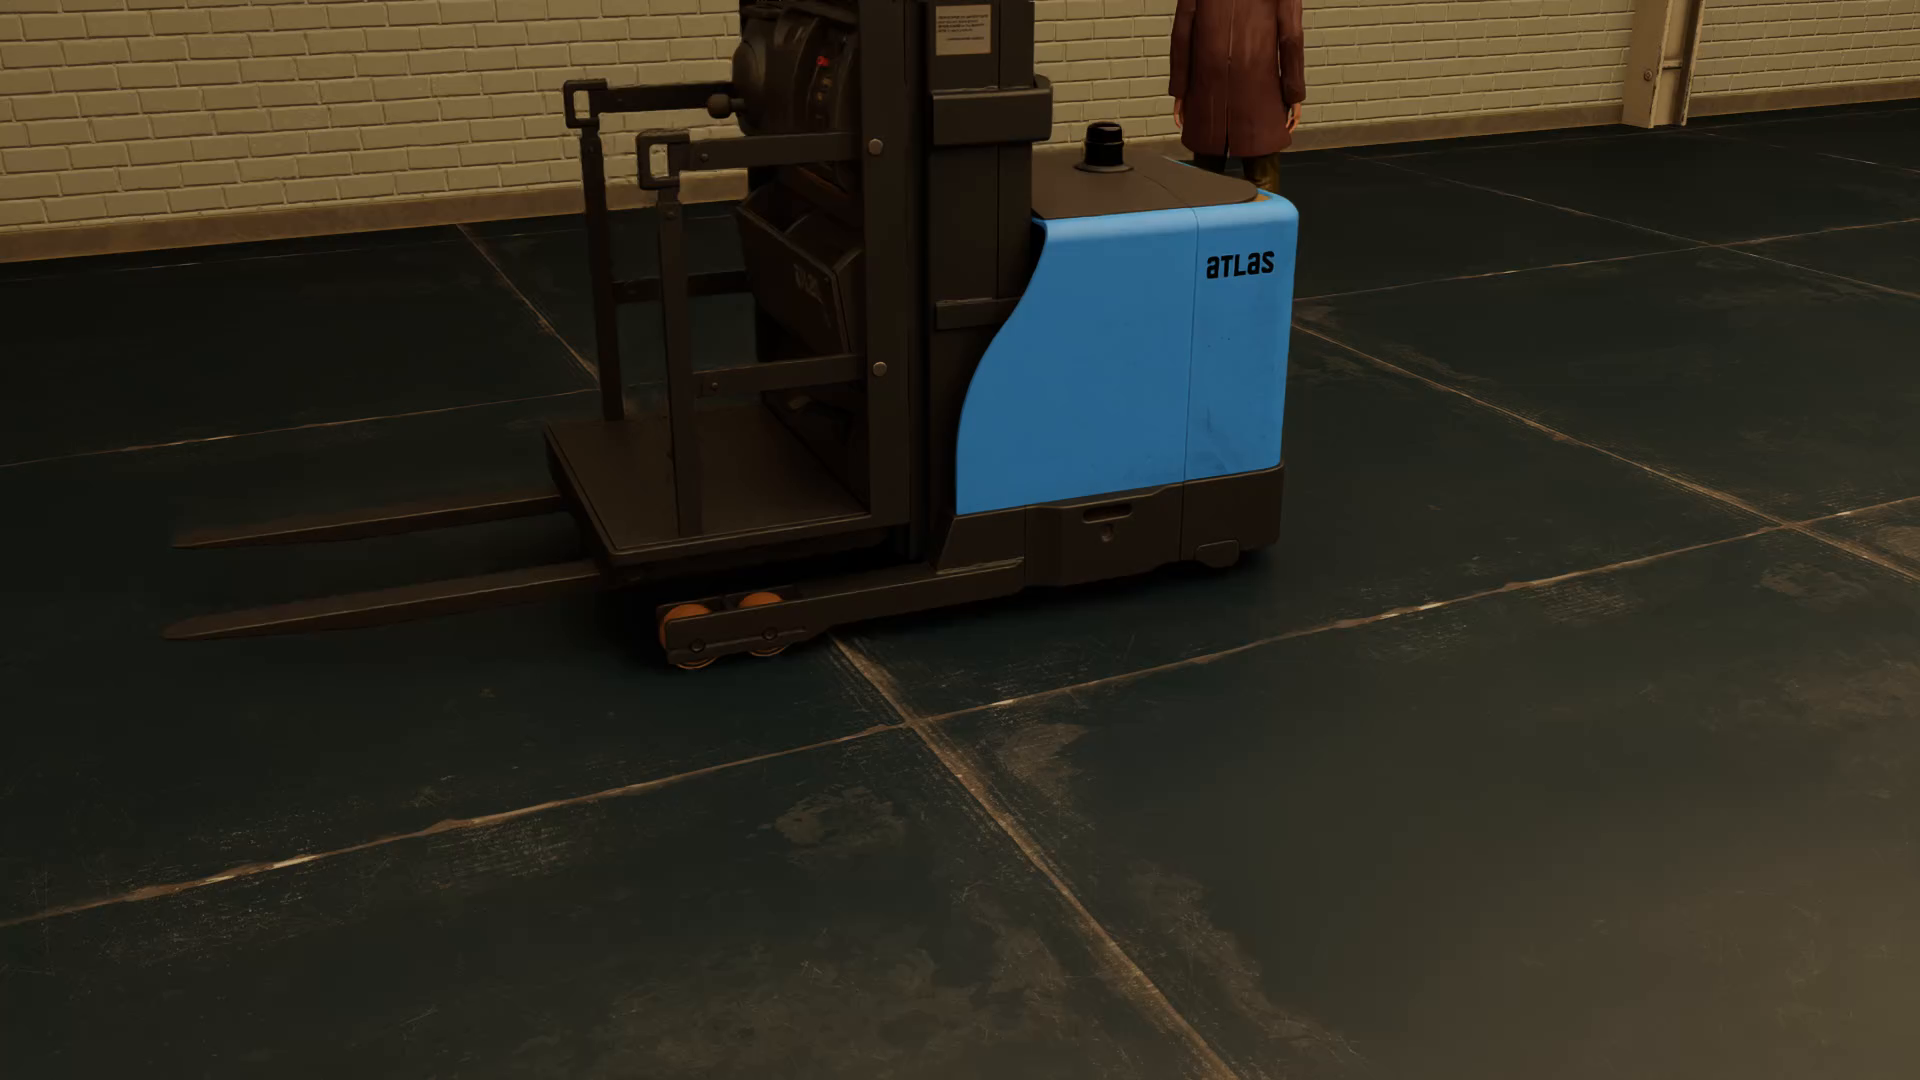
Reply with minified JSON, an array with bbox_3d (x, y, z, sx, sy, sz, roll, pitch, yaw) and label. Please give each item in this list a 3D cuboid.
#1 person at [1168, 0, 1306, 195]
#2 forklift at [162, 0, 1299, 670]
[{"bbox_3d":[1.286,-2.048,7.729,0.644,1.774,0.437,9,24,20],"label":"person"},{"bbox_3d":[-0.621,-1.248,4.291,3.031,2.935,1.130,-9,24,-20],"label":"forklift"}]
